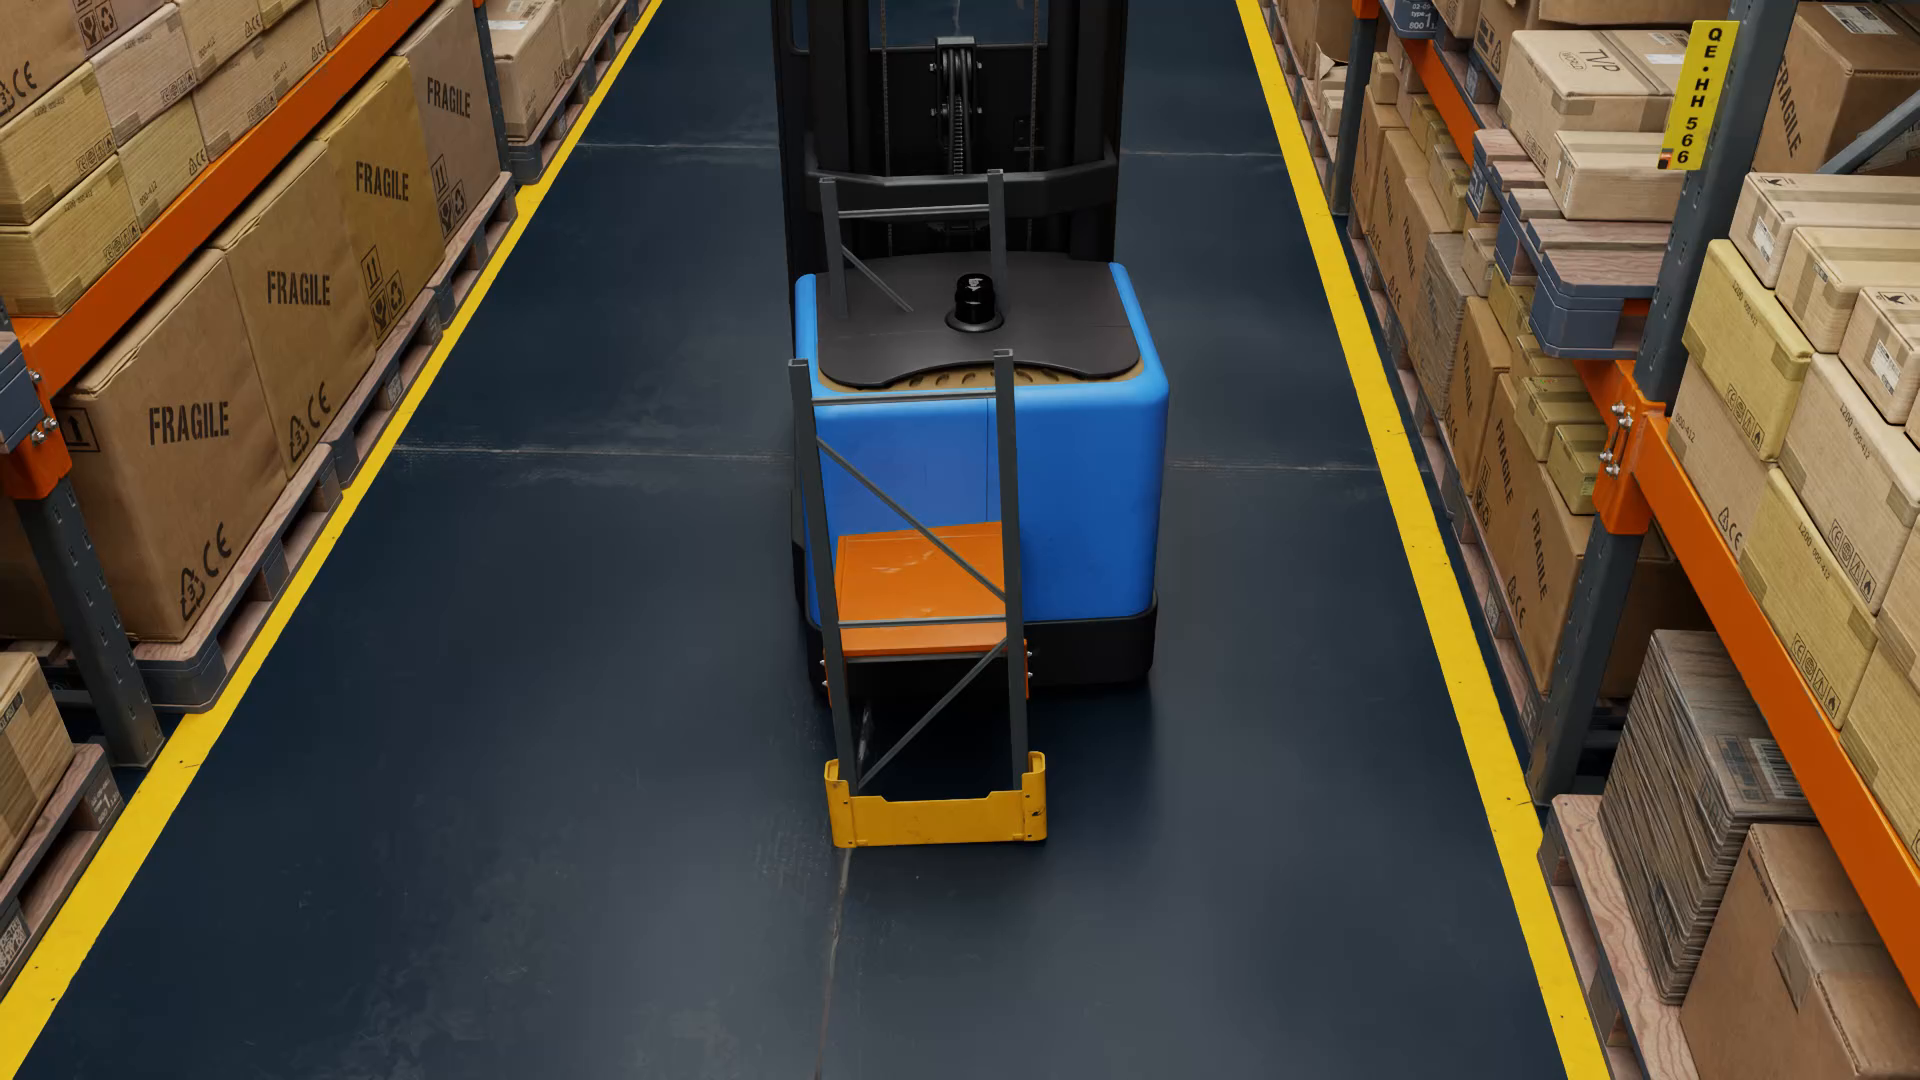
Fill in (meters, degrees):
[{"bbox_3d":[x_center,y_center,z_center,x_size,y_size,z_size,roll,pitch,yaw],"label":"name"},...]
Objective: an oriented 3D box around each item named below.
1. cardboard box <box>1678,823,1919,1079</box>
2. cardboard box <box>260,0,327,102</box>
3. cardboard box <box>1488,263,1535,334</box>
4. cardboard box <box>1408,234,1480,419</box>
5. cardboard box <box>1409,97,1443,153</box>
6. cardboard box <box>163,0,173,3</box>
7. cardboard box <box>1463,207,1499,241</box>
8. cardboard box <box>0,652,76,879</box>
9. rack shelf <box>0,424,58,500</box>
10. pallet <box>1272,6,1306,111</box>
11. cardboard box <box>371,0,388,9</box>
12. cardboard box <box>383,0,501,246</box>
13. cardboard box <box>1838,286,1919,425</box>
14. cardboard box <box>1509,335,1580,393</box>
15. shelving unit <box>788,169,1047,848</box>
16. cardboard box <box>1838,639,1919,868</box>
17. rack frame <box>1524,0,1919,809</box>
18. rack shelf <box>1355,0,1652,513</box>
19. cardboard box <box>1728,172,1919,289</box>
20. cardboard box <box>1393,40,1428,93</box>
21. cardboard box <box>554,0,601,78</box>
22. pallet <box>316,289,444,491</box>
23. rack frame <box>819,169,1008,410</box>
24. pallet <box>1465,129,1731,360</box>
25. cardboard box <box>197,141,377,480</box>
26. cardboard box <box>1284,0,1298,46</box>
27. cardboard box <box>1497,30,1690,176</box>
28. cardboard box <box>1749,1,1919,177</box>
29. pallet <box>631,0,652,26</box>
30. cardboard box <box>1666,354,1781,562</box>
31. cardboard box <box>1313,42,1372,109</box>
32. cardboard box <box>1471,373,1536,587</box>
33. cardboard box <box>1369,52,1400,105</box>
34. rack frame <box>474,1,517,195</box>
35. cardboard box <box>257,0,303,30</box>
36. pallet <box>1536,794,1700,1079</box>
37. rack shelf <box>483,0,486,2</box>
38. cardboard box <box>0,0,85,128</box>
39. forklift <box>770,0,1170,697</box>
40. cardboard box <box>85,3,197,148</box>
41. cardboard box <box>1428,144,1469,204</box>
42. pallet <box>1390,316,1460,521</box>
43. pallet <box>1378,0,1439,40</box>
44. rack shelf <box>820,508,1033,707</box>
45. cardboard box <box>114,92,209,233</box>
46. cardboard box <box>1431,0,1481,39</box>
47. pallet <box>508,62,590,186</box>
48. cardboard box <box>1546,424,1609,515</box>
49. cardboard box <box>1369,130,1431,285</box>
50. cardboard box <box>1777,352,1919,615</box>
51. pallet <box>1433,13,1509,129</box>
[{"bbox_3d":[2.061,1.038,3.365,0.875,0.625,0.625,2,35,3],"label":"cardboard box"},{"bbox_3d":[-2.525,-1.703,5.694,0.500,0.250,0.500,1,35,2],"label":"cardboard box"},{"bbox_3d":[1.985,-0.802,5.526,0.380,0.149,0.250,1,35,1],"label":"cardboard box"},{"bbox_3d":[1.971,-0.780,6.059,0.500,0.500,0.500,0,35,0],"label":"cardboard box"},{"bbox_3d":[2.066,-1.700,6.805,0.380,0.149,0.250,0,35,-1],"label":"cardboard box"},{"bbox_3d":[-2.531,-1.918,4.914,0.500,0.500,0.500,2,35,3],"label":"cardboard box"},{"bbox_3d":[2.027,-1.101,5.953,0.380,0.149,0.250,1,35,2],"label":"cardboard box"},{"bbox_3d":[-2.875,0.619,4.180,0.950,0.372,0.625,-1,35,-1],"label":"cardboard box"},{"bbox_3d":[-2.922,0.835,2.579,1.077,0.370,4.000,1,35,2],"label":"rack shelf"},{"bbox_3d":[2.353,-2.750,9.480,1.003,0.211,1.213,1,35,2],"label":"pallet"},{"bbox_3d":[-2.469,-2.289,6.529,0.500,0.250,0.500,1,35,1],"label":"cardboard box"},{"bbox_3d":[-2.626,-1.851,7.257,0.875,0.875,0.875,2,35,3],"label":"cardboard box"},{"bbox_3d":[1.817,-0.324,2.951,0.380,0.149,0.250,2,35,3],"label":"cardboard box"},{"bbox_3d":[1.919,-0.508,5.108,0.380,0.149,0.250,0,35,0],"label":"cardboard box"},{"bbox_3d":[-0.094,-0.092,4.553,0.587,1.500,1.083,-2,35,2],"label":"shelving unit"},{"bbox_3d":[1.817,0.400,2.703,0.500,0.250,0.500,0,35,0],"label":"cardboard box"},{"bbox_3d":[2.118,-0.496,3.847,1.000,3.000,0.127,1,35,2],"label":"rack frame"},{"bbox_3d":[2.198,-1.351,5.689,1.077,0.370,4.000,1,35,2],"label":"rack shelf"},{"bbox_3d":[1.811,-0.626,3.381,0.380,0.149,0.250,2,35,3],"label":"cardboard box"},{"bbox_3d":[2.036,-1.980,6.944,0.380,0.149,0.250,0,35,0],"label":"cardboard box"},{"bbox_3d":[-2.513,-2.903,9.134,0.875,0.438,0.875,0,35,0],"label":"cardboard box"},{"bbox_3d":[-2.683,-0.618,6.445,1.003,0.211,1.213,1,35,2],"label":"pallet"},{"bbox_3d":[-0.094,-0.380,4.961,0.500,1.500,0.032,-2,35,2],"label":"rack frame"},{"bbox_3d":[2.075,-0.808,4.458,1.213,0.211,1.003,1,35,2],"label":"pallet"},{"bbox_3d":[-2.691,-0.818,5.788,0.875,0.875,0.875,2,35,2],"label":"cardboard box"},{"bbox_3d":[2.126,-3.100,9.361,0.500,0.500,0.500,2,35,3],"label":"cardboard box"},{"bbox_3d":[1.837,-1.220,4.642,0.500,0.250,0.500,0,35,0],"label":"cardboard box"},{"bbox_3d":[2.295,-1.001,4.113,0.500,0.500,0.500,3,35,4],"label":"cardboard box"},{"bbox_3d":[-2.474,-3.602,10.692,1.003,0.211,1.213,1,35,2],"label":"pallet"},{"bbox_3d":[1.856,-0.185,3.535,0.500,0.250,0.500,1,35,2],"label":"cardboard box"},{"bbox_3d":[2.022,-2.379,8.539,0.396,0.266,0.258,3,35,4],"label":"cardboard box"},{"bbox_3d":[1.951,-0.180,5.206,0.500,0.500,0.500,1,35,1],"label":"cardboard box"},{"bbox_3d":[1.998,-2.008,7.244,0.380,0.149,0.250,3,35,4],"label":"cardboard box"},{"bbox_3d":[-2.681,-2.906,7.277,1.000,3.000,0.127,1,35,2],"label":"rack frame"},{"bbox_3d":[-2.487,-1.911,5.556,0.500,0.250,0.500,2,35,3],"label":"cardboard box"},{"bbox_3d":[2.046,1.117,3.977,1.003,0.211,1.213,1,35,2],"label":"pallet"},{"bbox_3d":[-2.601,-3.761,9.119,1.077,0.370,4.000,1,35,2],"label":"rack shelf"},{"bbox_3d":[-2.578,-1.336,4.086,0.500,0.500,0.500,0,35,0],"label":"cardboard box"},{"bbox_3d":[-0.054,-1.559,5.420,1.130,2.935,3.031,-3,35,-4],"label":"forklift"},{"bbox_3d":[-2.553,-1.334,4.735,0.500,0.250,0.500,2,35,3],"label":"cardboard box"},{"bbox_3d":[2.021,-1.399,6.377,0.380,0.149,0.250,1,35,2],"label":"cardboard box"},{"bbox_3d":[2.237,-0.482,6.252,1.003,0.211,1.213,1,35,2],"label":"pallet"},{"bbox_3d":[2.137,-2.259,6.522,1.003,0.211,1.213,1,35,2],"label":"pallet"},{"bbox_3d":[-0.084,0.060,4.649,0.538,0.185,1.000,-2,35,2],"label":"rack shelf"},{"bbox_3d":[-2.568,-1.118,4.862,0.500,0.250,0.500,0,35,1],"label":"cardboard box"},{"bbox_3d":[1.983,-1.985,5.514,0.700,0.500,0.500,1,35,2],"label":"cardboard box"},{"bbox_3d":[-2.573,-2.201,8.698,1.003,0.211,1.213,1,35,2],"label":"pallet"},{"bbox_3d":[1.885,-0.200,4.670,0.380,0.149,0.250,0,35,0],"label":"cardboard box"},{"bbox_3d":[2.023,-1.364,6.891,0.500,0.500,0.500,1,35,1],"label":"cardboard box"},{"bbox_3d":[1.835,-0.102,2.982,0.500,0.250,0.500,2,35,3],"label":"cardboard box"},{"bbox_3d":[2.191,-1.535,5.492,1.003,0.211,1.213,1,35,2],"label":"pallet"}]
